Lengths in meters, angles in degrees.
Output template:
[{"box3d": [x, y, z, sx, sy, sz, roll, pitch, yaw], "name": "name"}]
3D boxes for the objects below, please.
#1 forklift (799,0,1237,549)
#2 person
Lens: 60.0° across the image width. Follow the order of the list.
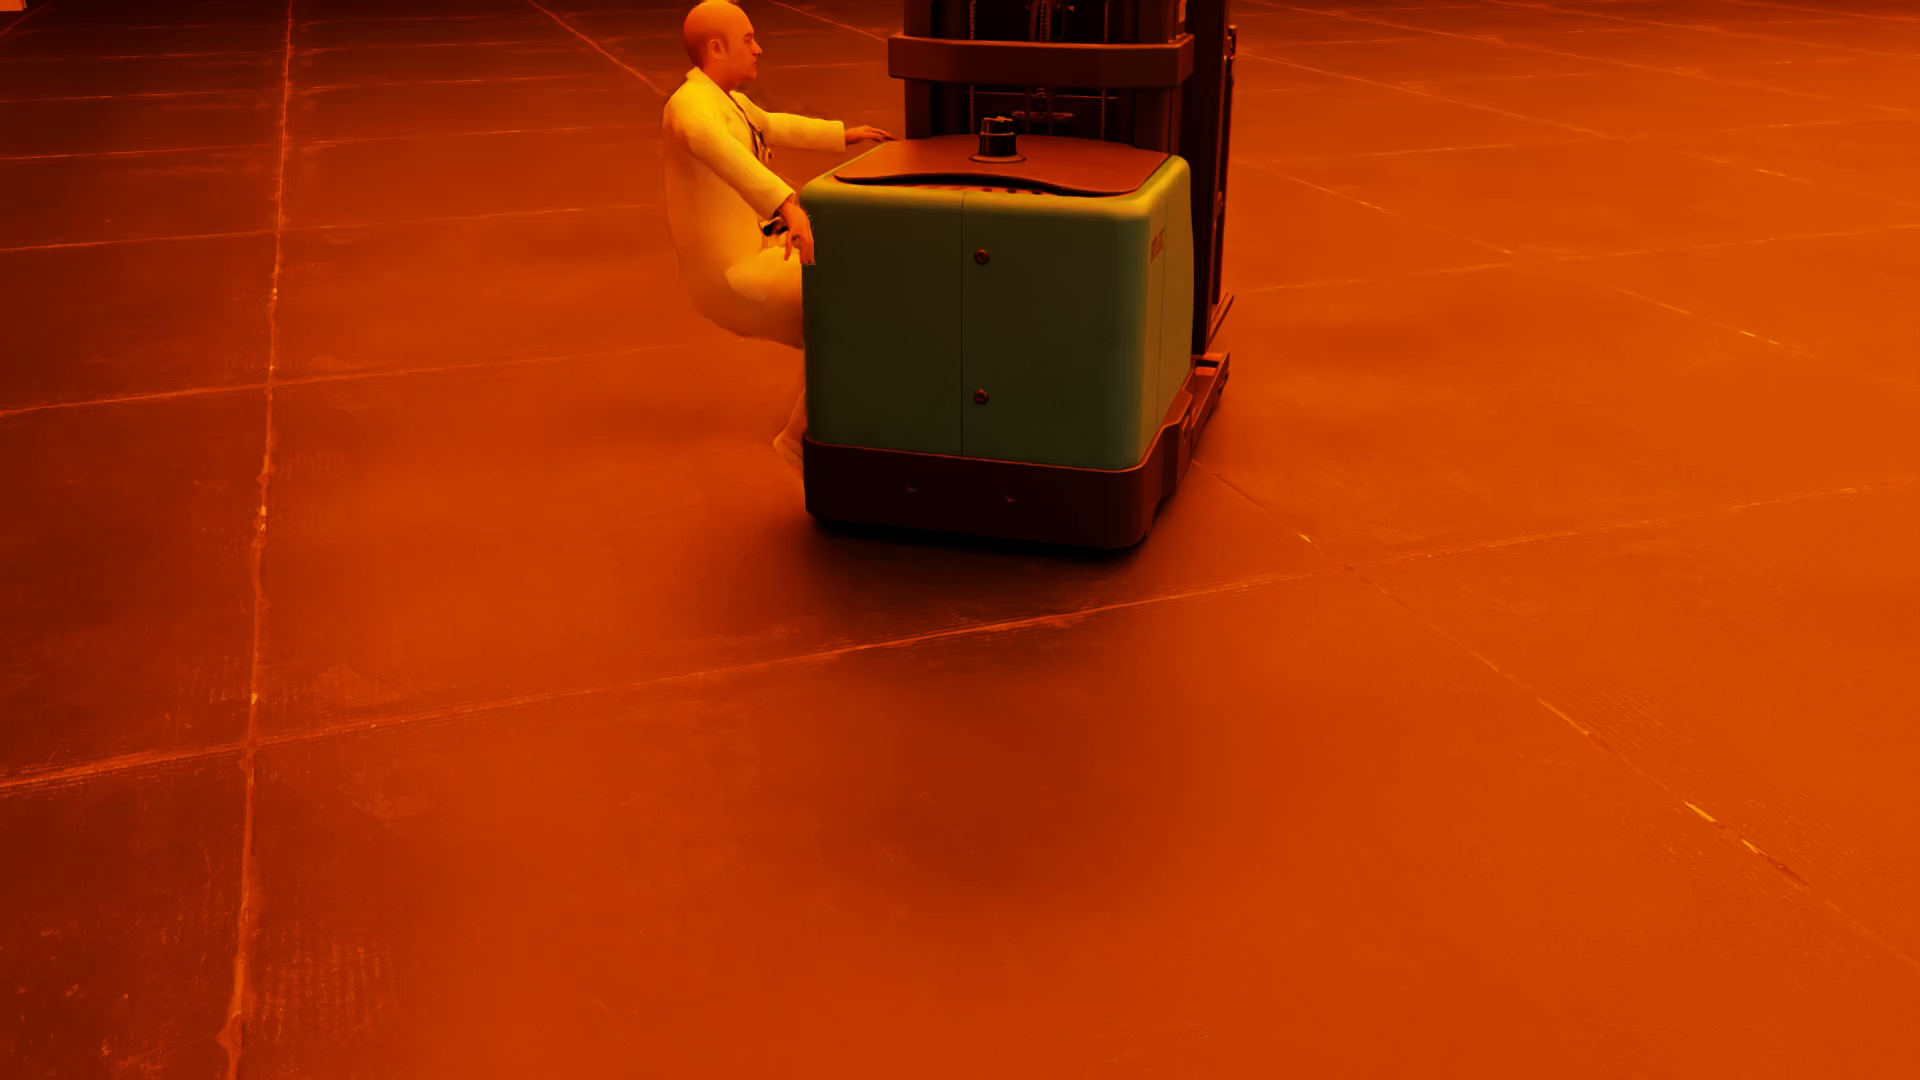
[{"box3d": [0.415, -1.869, 5.742, 1.130, 2.935, 3.031, 6, 24, 15], "name": "forklift"}, {"box3d": [-0.464, -0.899, 5.226, 0.892, 1.511, 1.097, -4, 23, -10], "name": "person"}]
